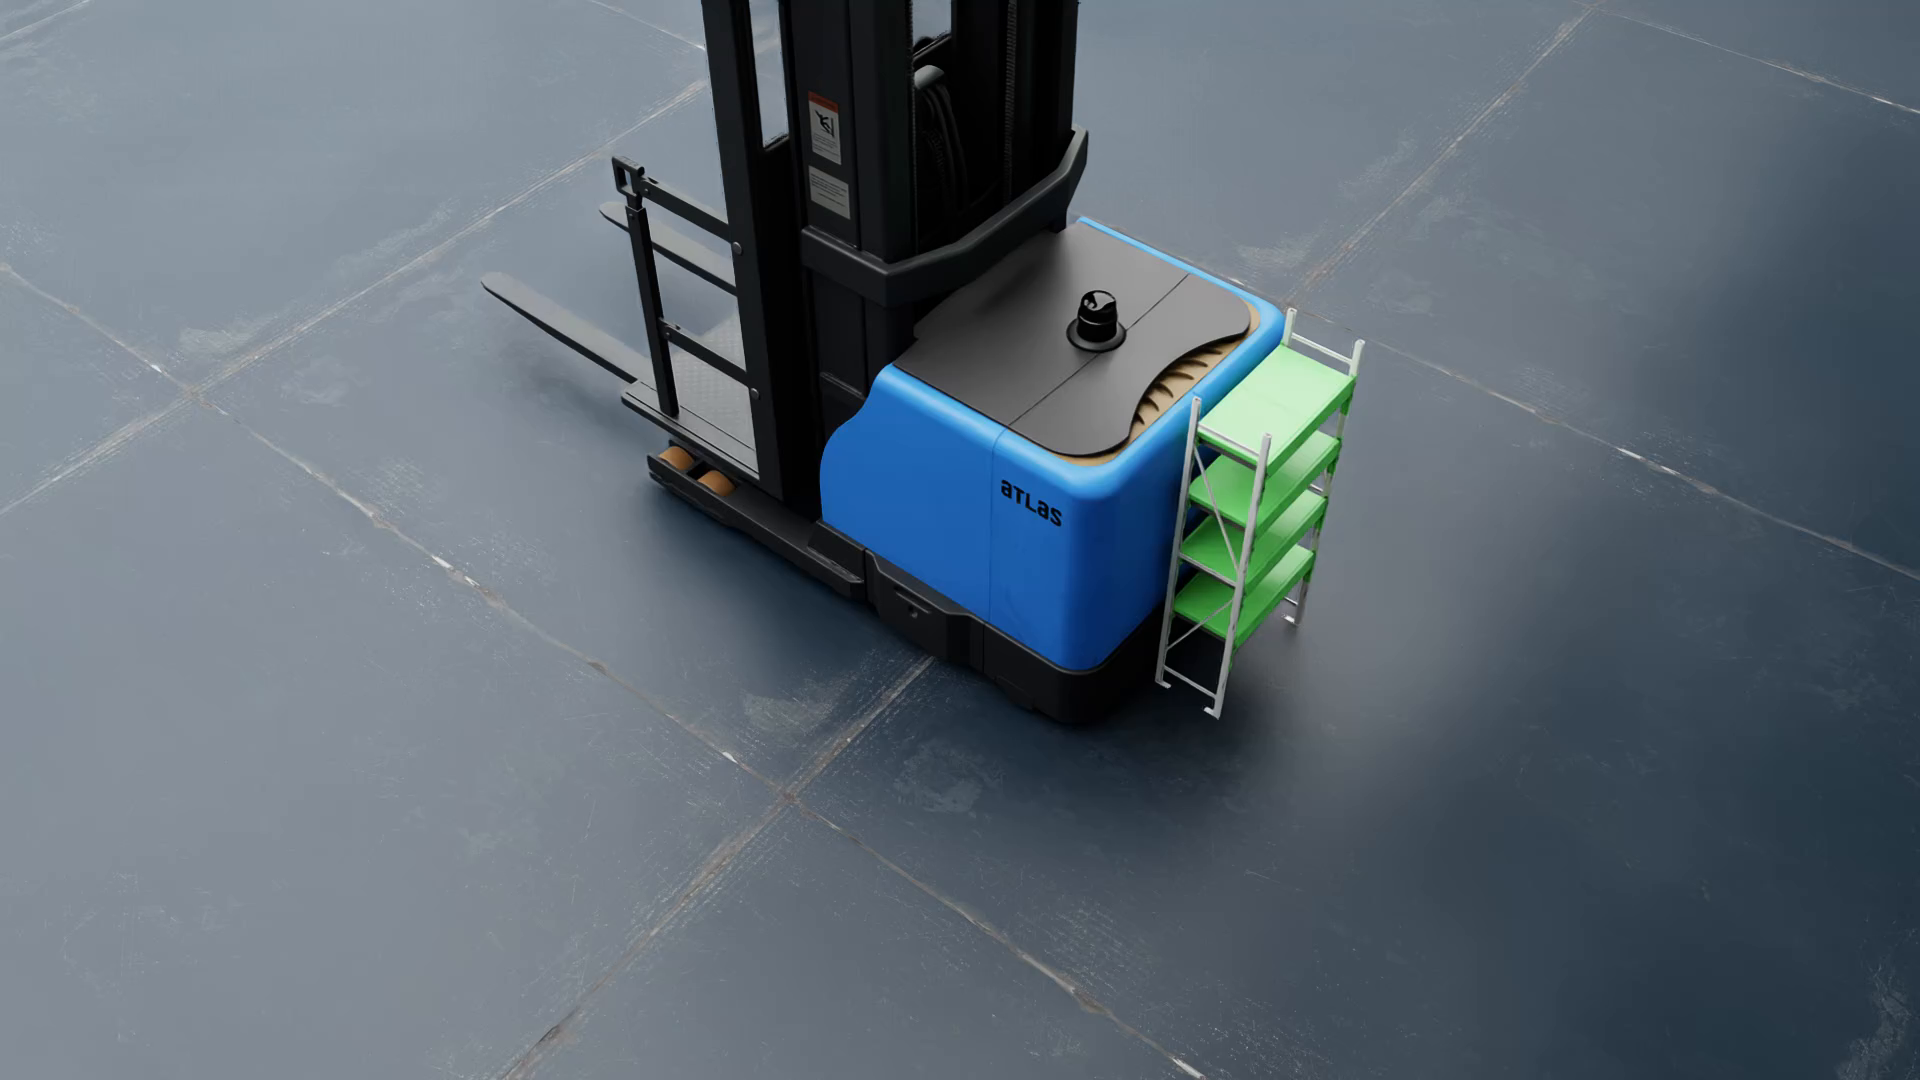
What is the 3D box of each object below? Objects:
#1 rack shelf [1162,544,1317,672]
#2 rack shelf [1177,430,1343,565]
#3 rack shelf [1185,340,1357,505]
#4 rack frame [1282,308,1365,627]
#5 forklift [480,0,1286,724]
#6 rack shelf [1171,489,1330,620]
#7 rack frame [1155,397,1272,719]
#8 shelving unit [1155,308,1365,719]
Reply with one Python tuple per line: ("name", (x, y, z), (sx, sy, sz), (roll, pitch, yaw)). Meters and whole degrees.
("rack shelf", (0.874, 0.161, 5.187), (0.258, 0.148, 0.480), (30, 53, 26))
("rack shelf", (0.874, -0.171, 4.840), (0.258, 0.148, 0.480), (30, 53, 26))
("rack shelf", (0.874, -0.336, 4.666), (0.258, 0.148, 0.480), (30, 53, 26))
("rack frame", (1.027, -0.186, 5.098), (0.240, 1.200, 0.015), (30, 53, 26))
("forklift", (-0.470, -1.354, 5.017), (3.031, 2.935, 1.130), (31, 54, 26))
("rack shelf", (0.874, -0.005, 5.013), (0.258, 0.148, 0.480), (30, 53, 26))
("rack frame", (0.720, 0.088, 4.836), (0.240, 1.200, 0.015), (30, 53, 26))
("shelving unit", (0.874, -0.049, 4.967), (0.258, 1.200, 0.503), (30, 53, 26))
